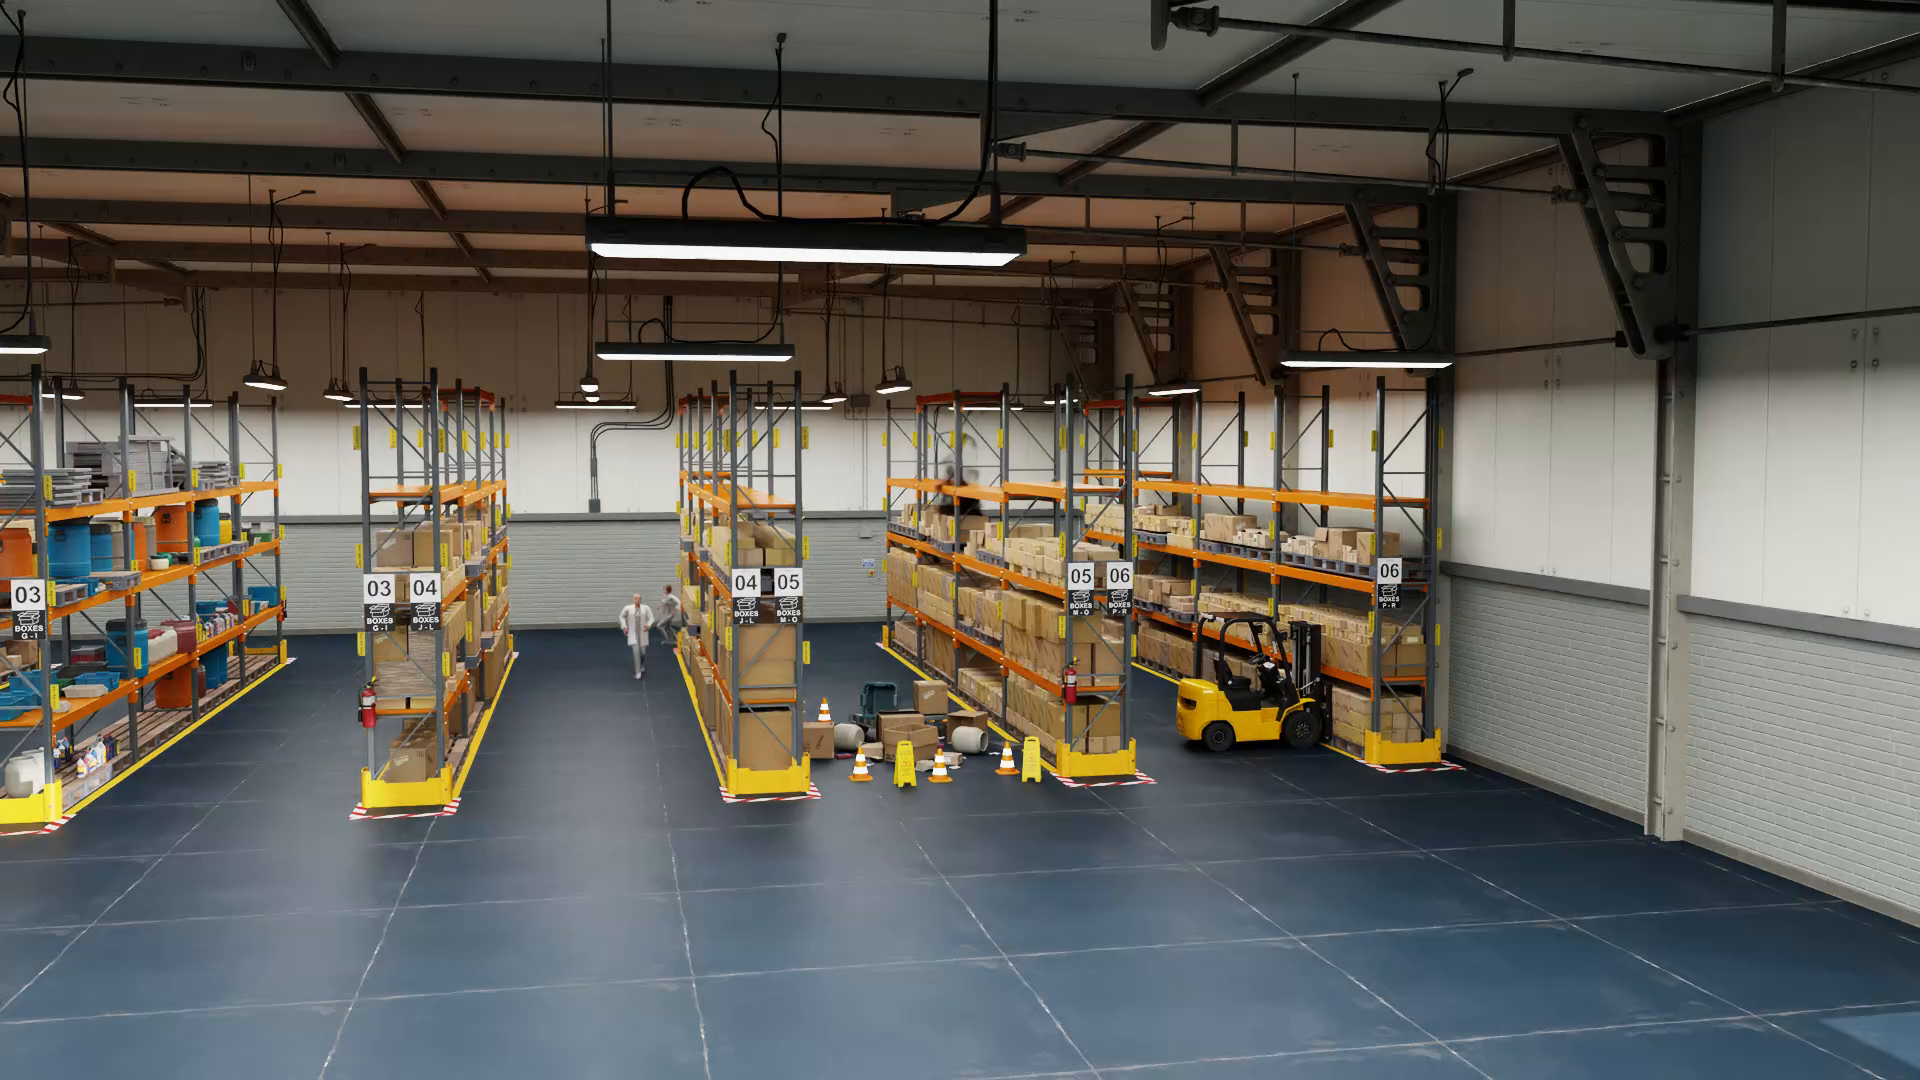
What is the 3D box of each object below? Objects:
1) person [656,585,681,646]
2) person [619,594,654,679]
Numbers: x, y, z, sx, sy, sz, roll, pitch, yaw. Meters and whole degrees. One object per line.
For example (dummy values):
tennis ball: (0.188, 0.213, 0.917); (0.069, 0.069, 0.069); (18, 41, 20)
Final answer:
person: (-7.080, 1.840, 40.457); (0.650, 1.534, 0.678); (-2, 4, -27)
person: (-6.876, 2.027, 35.417); (0.732, 1.784, 0.841); (-1, 4, -16)
